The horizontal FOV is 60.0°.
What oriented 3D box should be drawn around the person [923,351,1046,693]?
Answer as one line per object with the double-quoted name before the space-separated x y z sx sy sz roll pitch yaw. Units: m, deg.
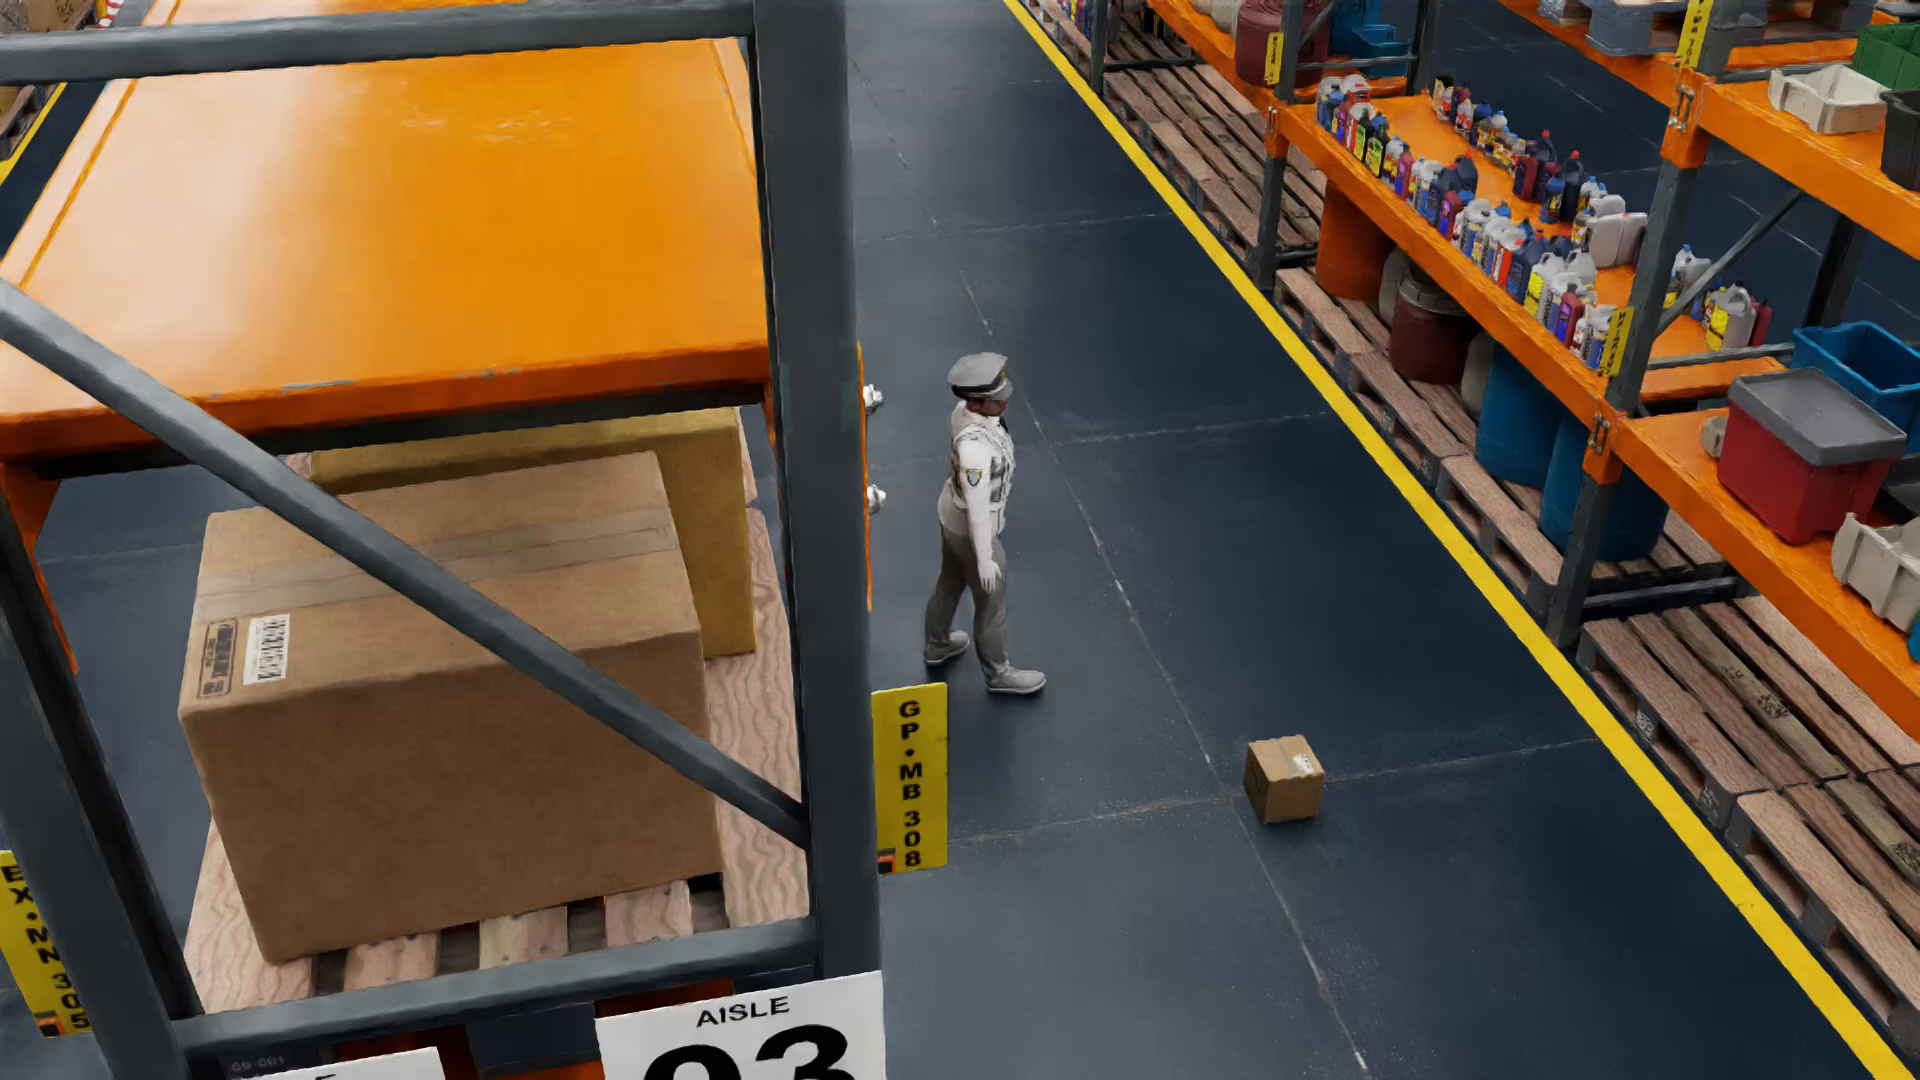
"person" 0.114 -0.050 7.374 0.553 1.668 0.601 -4 35 -6
